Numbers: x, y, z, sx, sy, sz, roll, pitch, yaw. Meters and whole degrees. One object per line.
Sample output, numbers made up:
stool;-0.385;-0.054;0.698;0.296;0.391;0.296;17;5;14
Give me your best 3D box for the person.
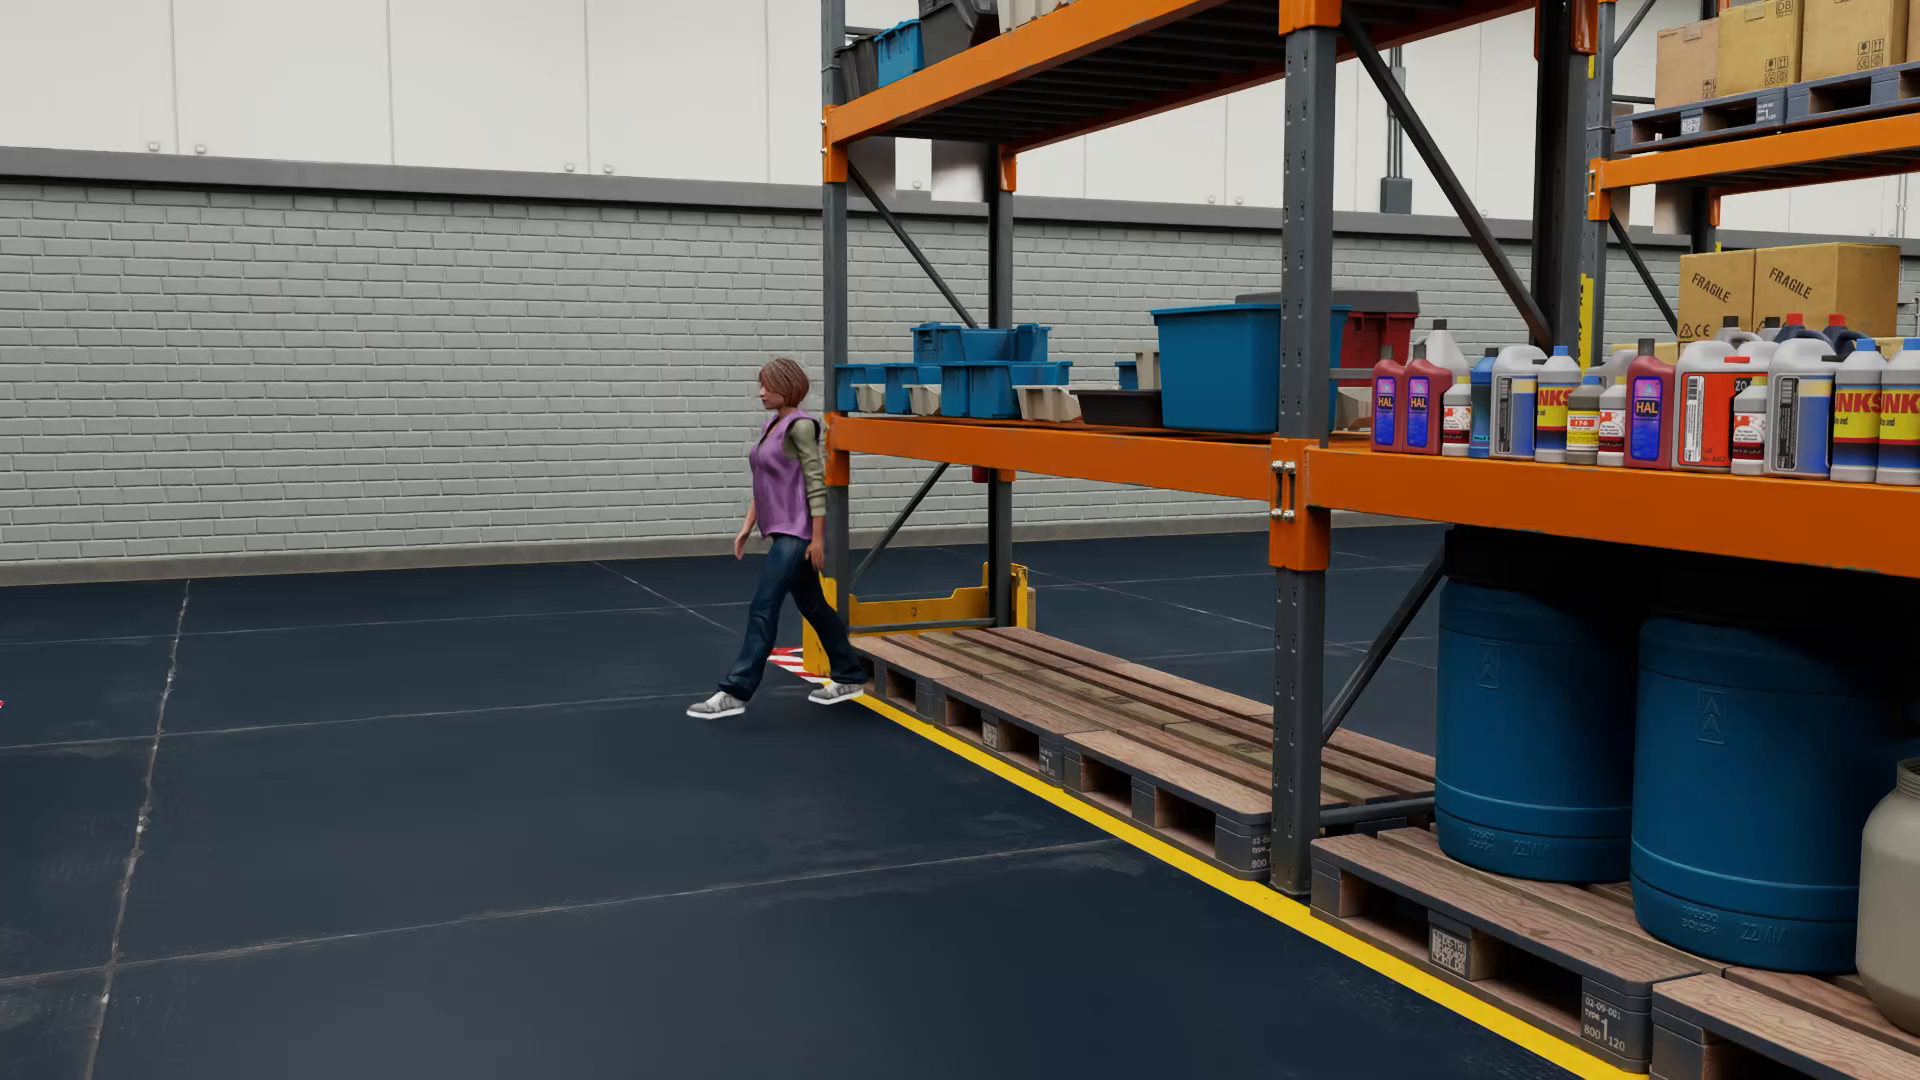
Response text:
person;-0.810;-0.018;7.297;0.884;1.553;0.454;-2;6;-21
